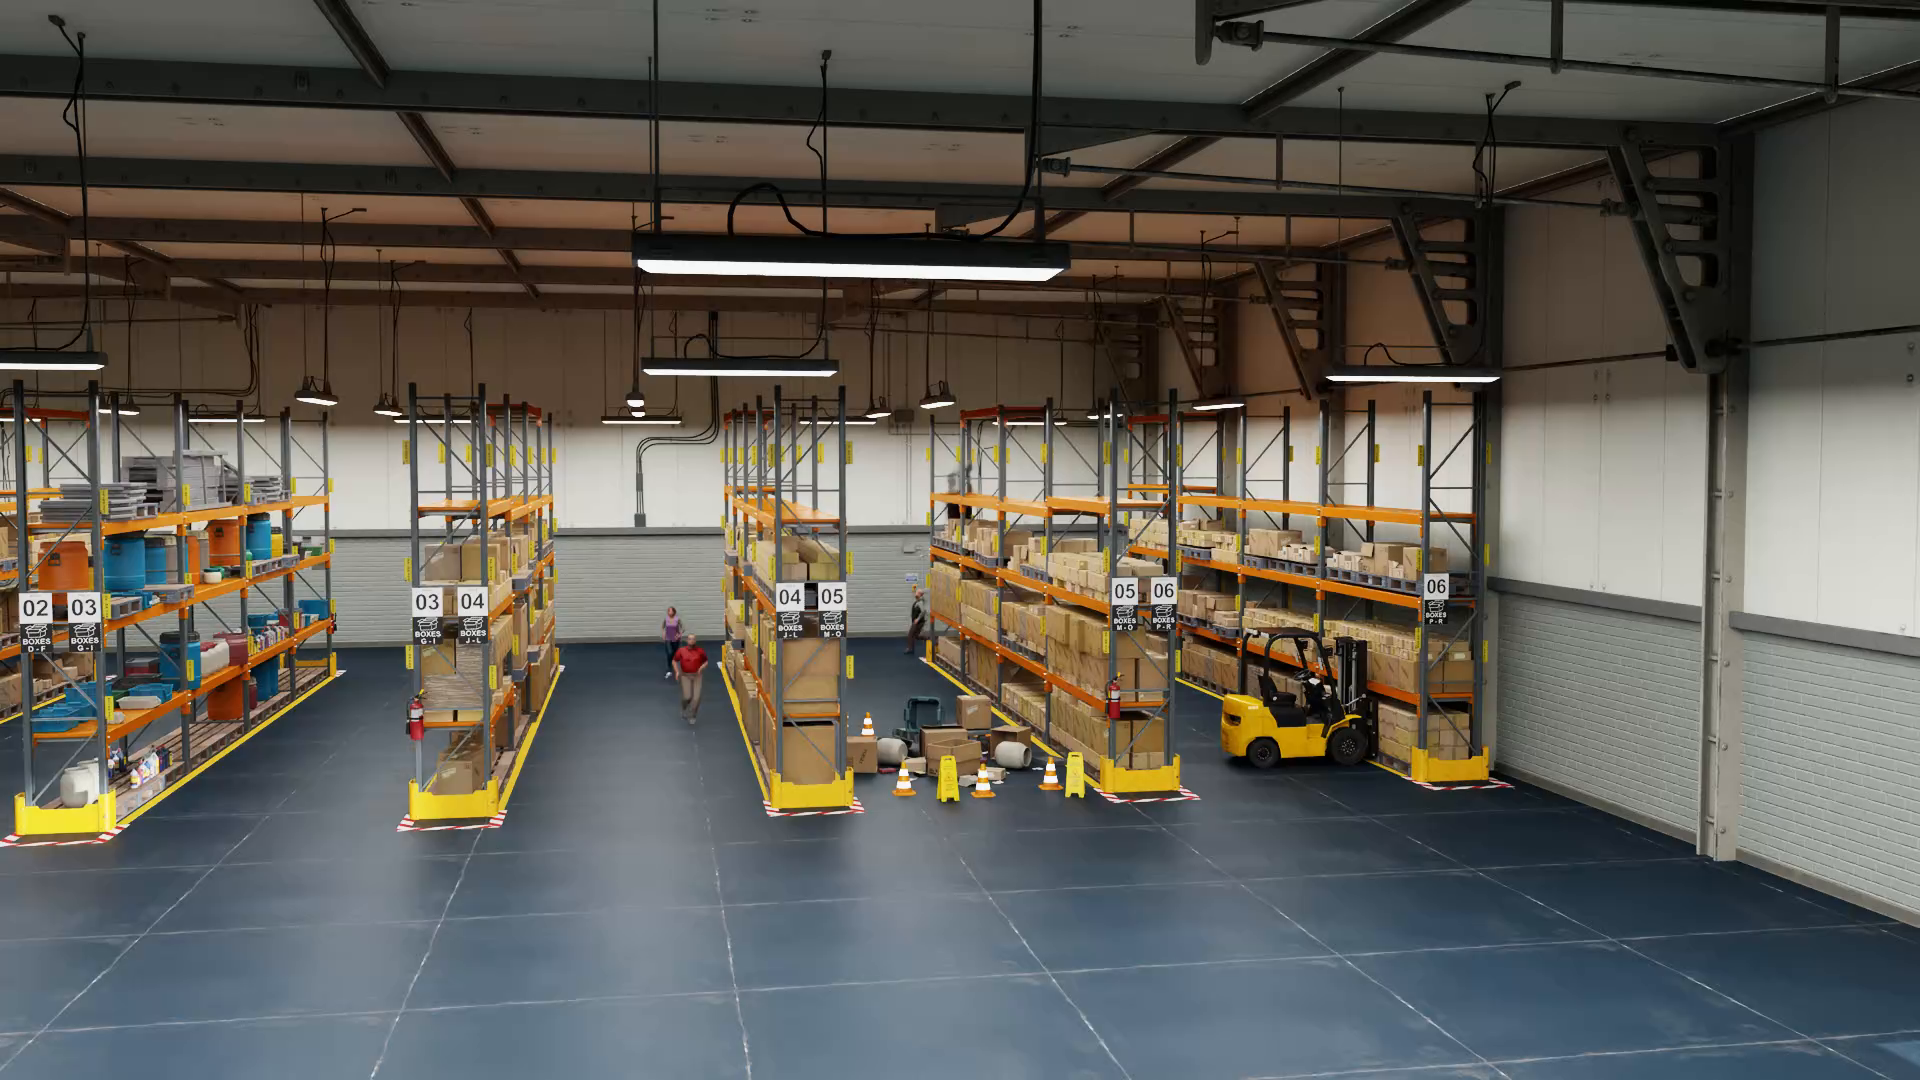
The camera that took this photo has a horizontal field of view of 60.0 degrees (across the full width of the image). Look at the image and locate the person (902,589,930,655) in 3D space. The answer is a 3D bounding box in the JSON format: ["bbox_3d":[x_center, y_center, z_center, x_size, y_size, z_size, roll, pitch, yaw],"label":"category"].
[{"bbox_3d":[-1.043,2.055,41.700,0.830,1.670,0.713,0,3,-1],"label":"person"}]

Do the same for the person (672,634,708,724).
[{"bbox_3d":[-5.003,2.591,30.982,0.658,1.682,0.591,-1,3,-18],"label":"person"}]

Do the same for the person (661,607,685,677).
[{"bbox_3d":[-6.539,2.303,37.914,0.550,1.605,0.696,0,3,-3],"label":"person"}]
